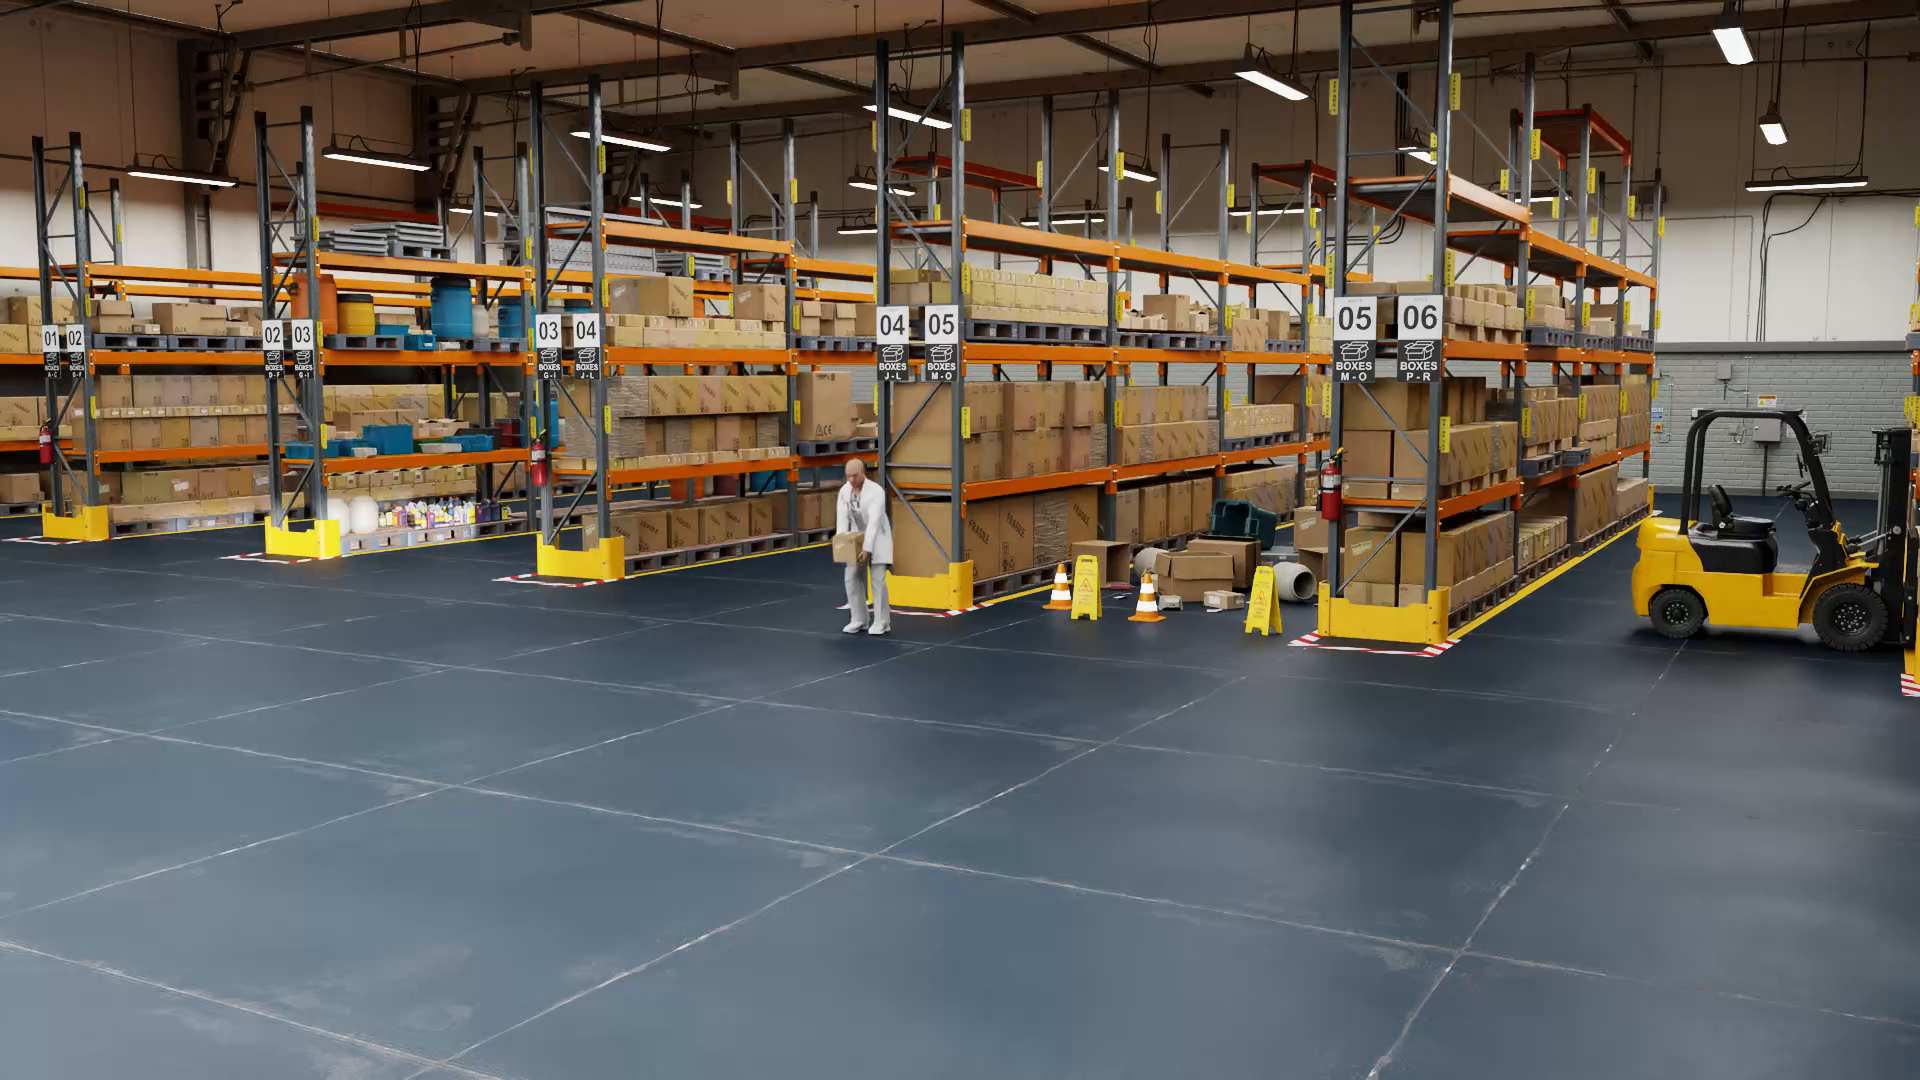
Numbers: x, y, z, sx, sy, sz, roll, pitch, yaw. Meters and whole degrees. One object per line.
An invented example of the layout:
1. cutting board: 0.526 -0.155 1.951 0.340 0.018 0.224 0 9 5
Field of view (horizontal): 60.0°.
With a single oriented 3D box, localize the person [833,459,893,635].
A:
1. person: -0.932 0.063 15.914 0.544 1.690 0.630 3 7 27
